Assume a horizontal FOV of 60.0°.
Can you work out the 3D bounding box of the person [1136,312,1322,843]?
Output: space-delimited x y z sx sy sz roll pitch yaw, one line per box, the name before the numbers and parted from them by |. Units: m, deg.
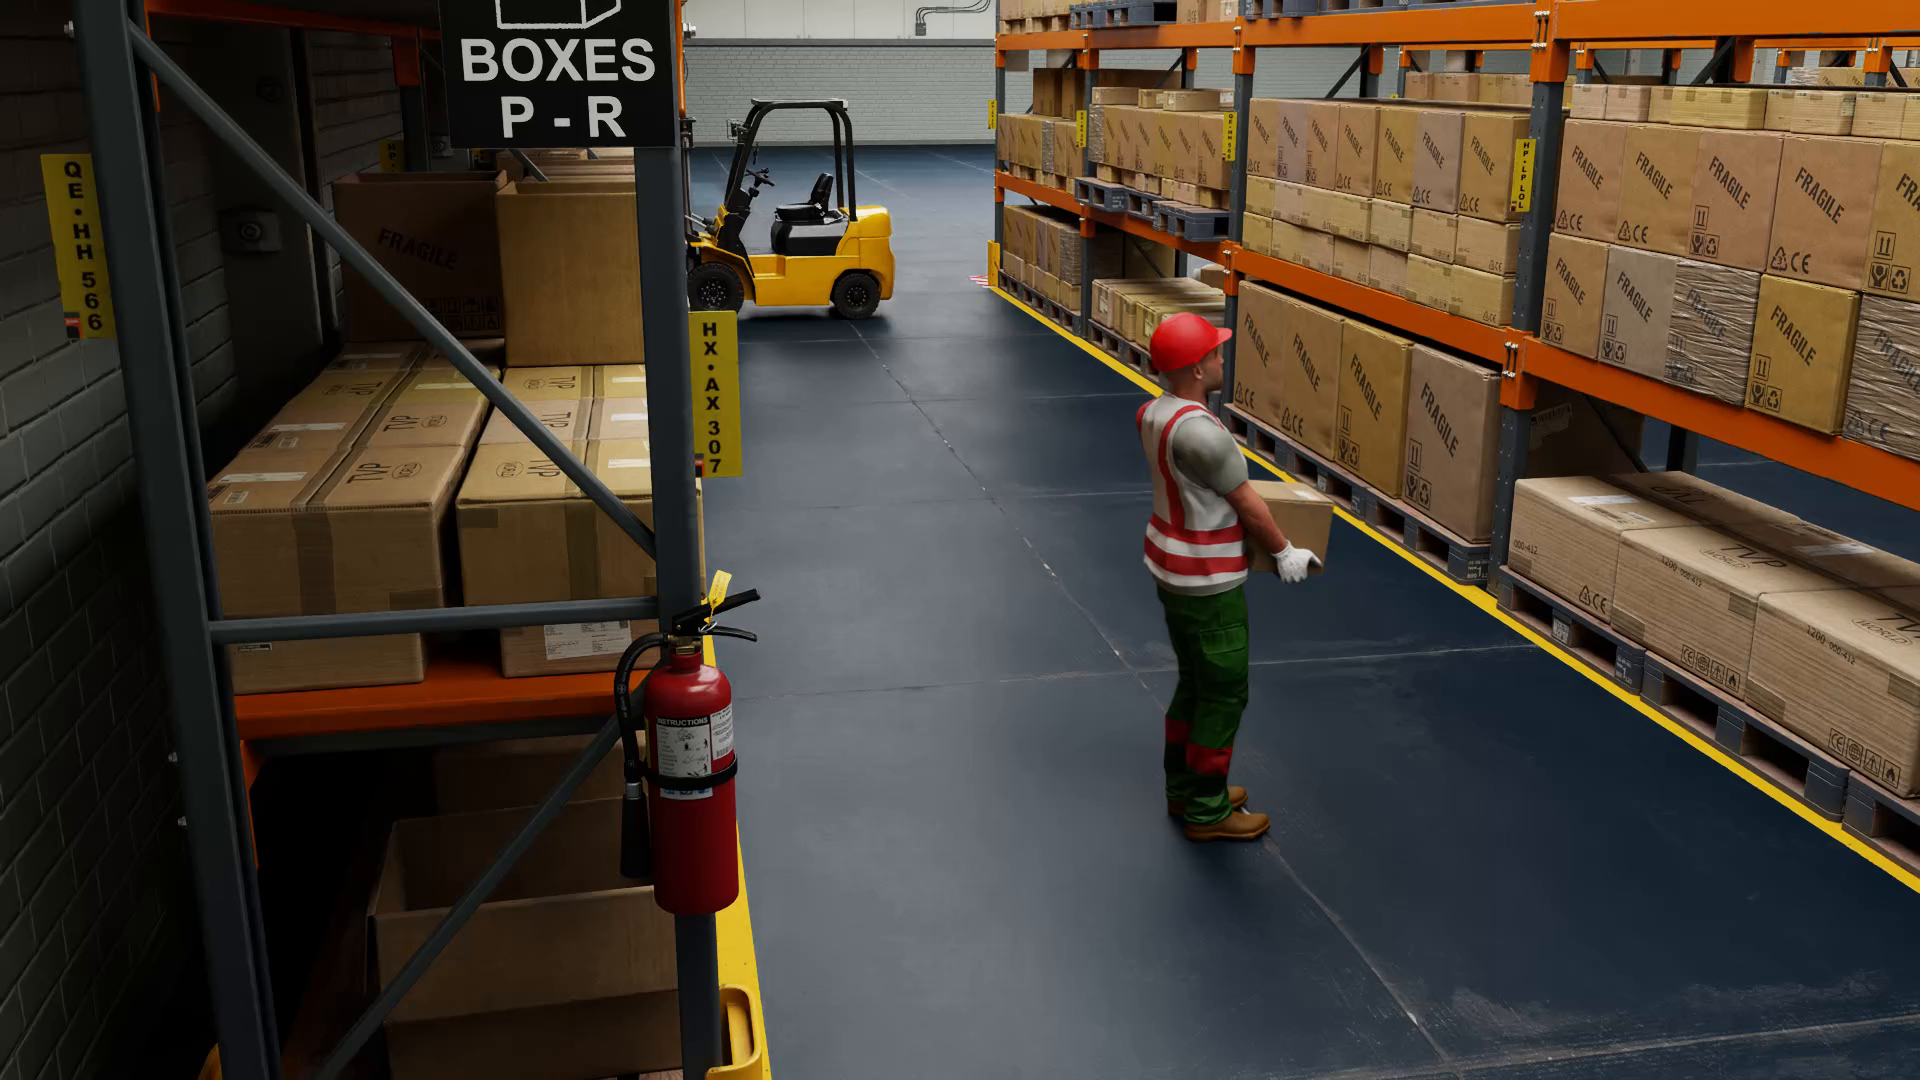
person | 0.886 0.124 5.576 0.564 1.782 0.494 -3 16 -11
